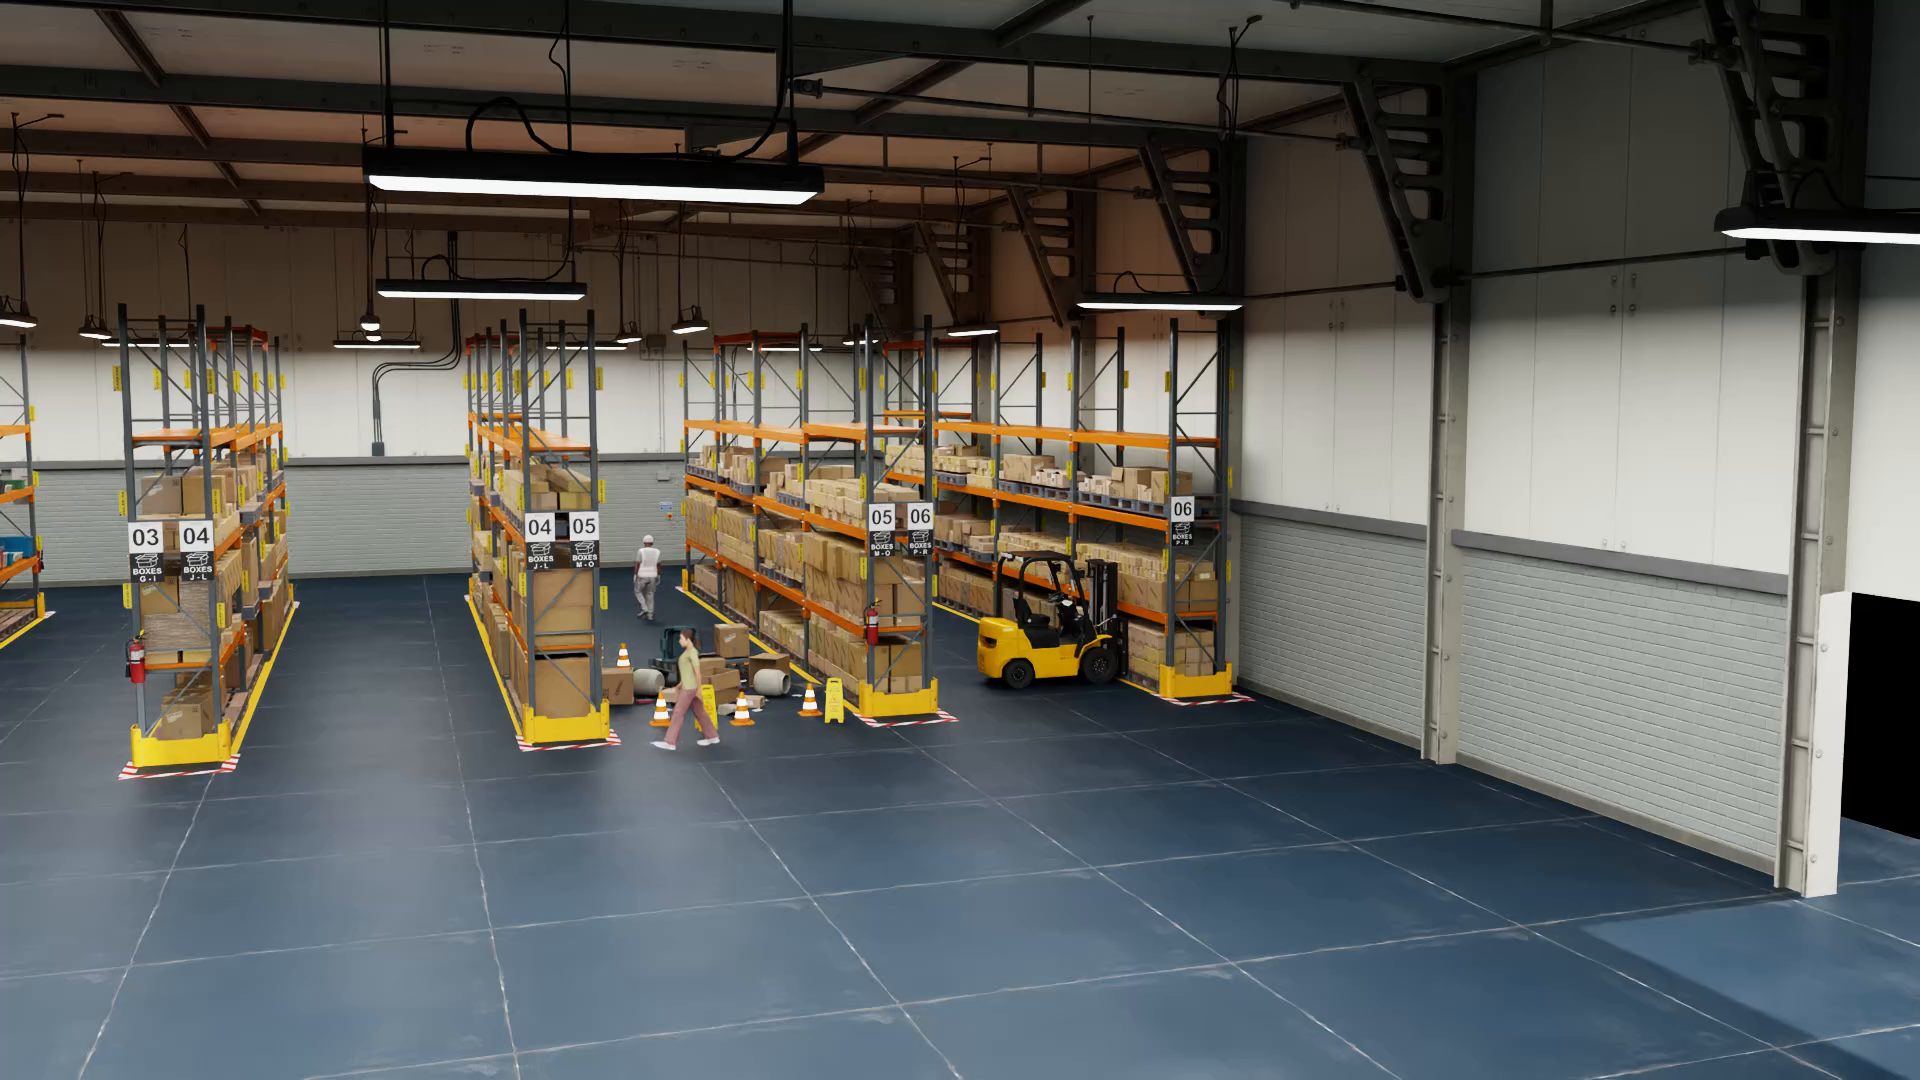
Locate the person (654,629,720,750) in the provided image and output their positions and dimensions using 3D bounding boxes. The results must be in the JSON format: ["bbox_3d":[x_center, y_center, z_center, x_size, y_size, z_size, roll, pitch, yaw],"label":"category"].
[{"bbox_3d":[-3.746,2.026,22.741,0.888,1.641,0.461,-1,6,-10],"label":"person"}]

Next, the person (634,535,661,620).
[{"bbox_3d":[-6.571,0.787,35.003,0.604,1.781,0.477,-3,6,-29],"label":"person"}]
